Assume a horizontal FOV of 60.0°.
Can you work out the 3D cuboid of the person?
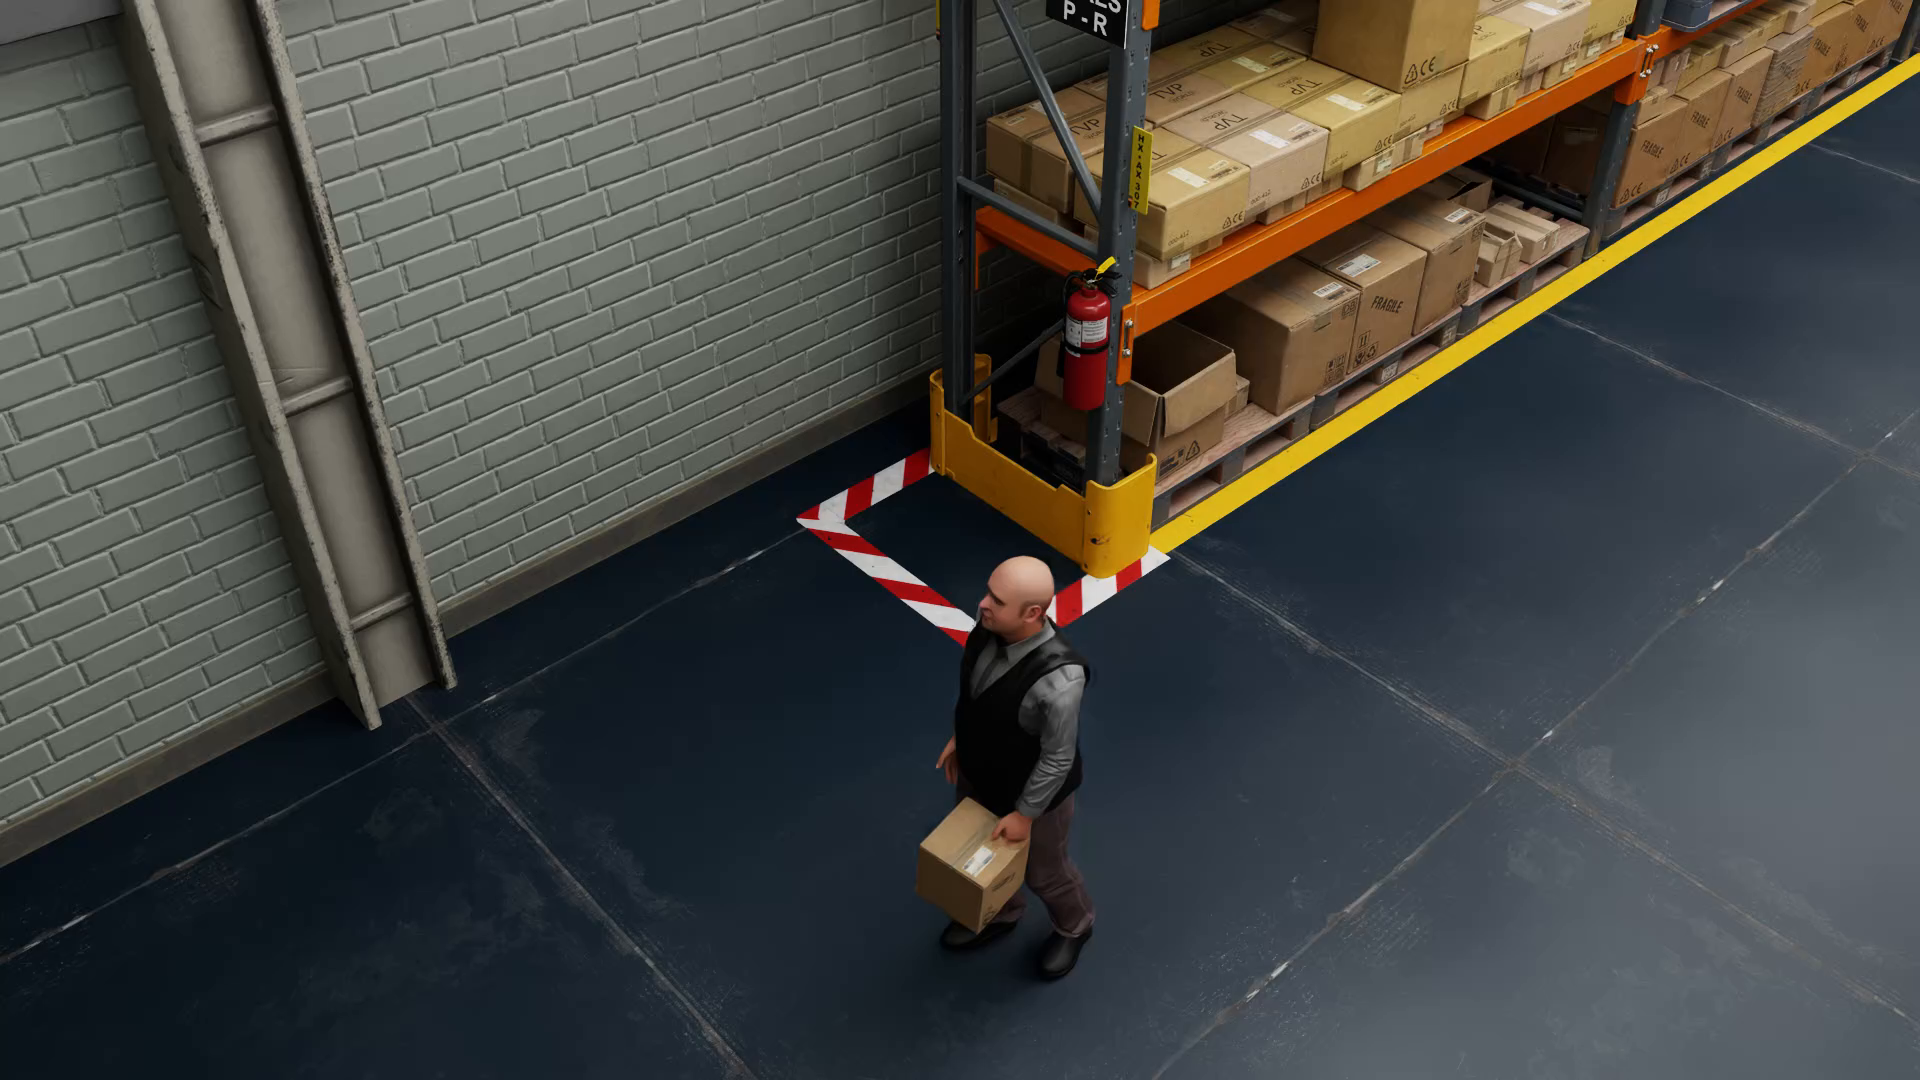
[{"bbox_3d":[0.203,0.732,5.291,0.509,1.721,0.548,-20,44,-23],"label":"person"}]
